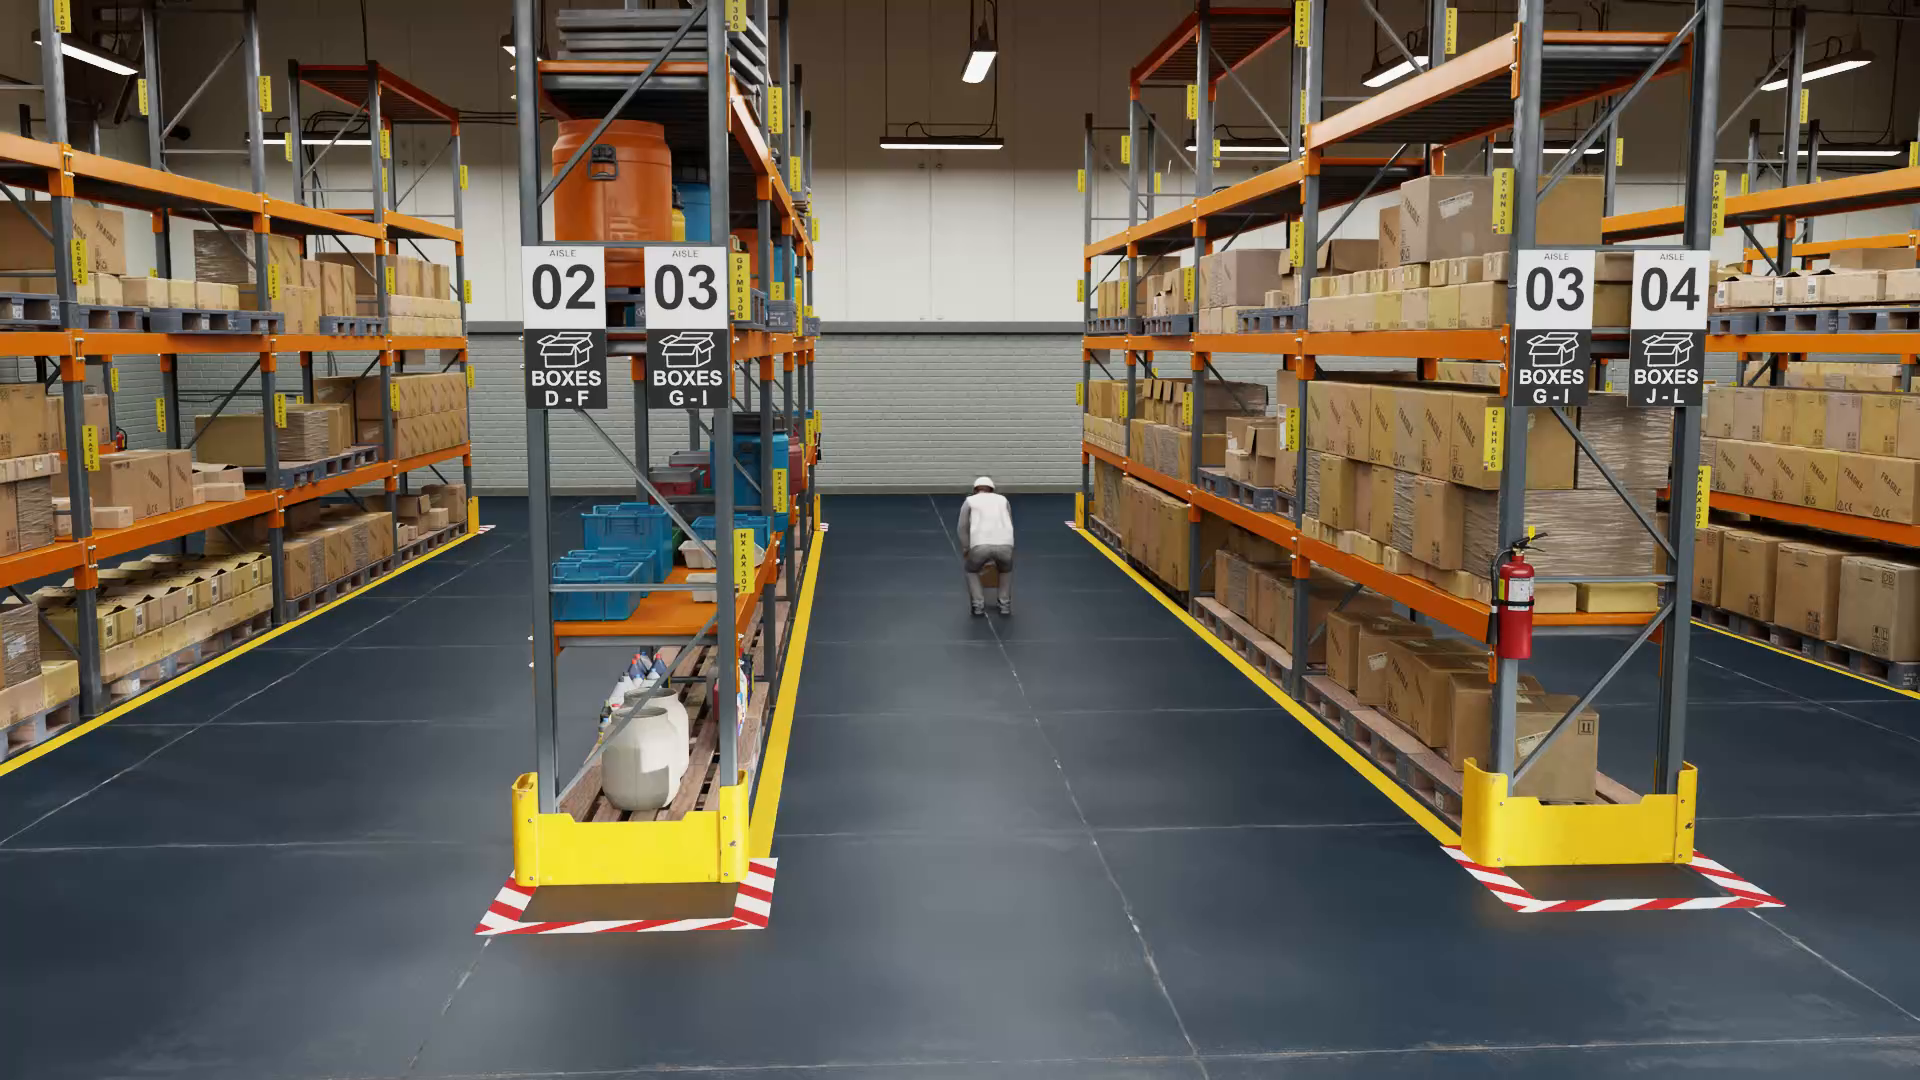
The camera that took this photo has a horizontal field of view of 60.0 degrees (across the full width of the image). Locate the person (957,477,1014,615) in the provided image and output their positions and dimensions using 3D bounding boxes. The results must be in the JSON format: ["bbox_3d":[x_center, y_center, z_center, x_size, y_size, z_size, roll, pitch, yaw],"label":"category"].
[{"bbox_3d":[0.267,0.055,16.919,0.589,1.363,0.797,0,7,-4],"label":"person"}]
